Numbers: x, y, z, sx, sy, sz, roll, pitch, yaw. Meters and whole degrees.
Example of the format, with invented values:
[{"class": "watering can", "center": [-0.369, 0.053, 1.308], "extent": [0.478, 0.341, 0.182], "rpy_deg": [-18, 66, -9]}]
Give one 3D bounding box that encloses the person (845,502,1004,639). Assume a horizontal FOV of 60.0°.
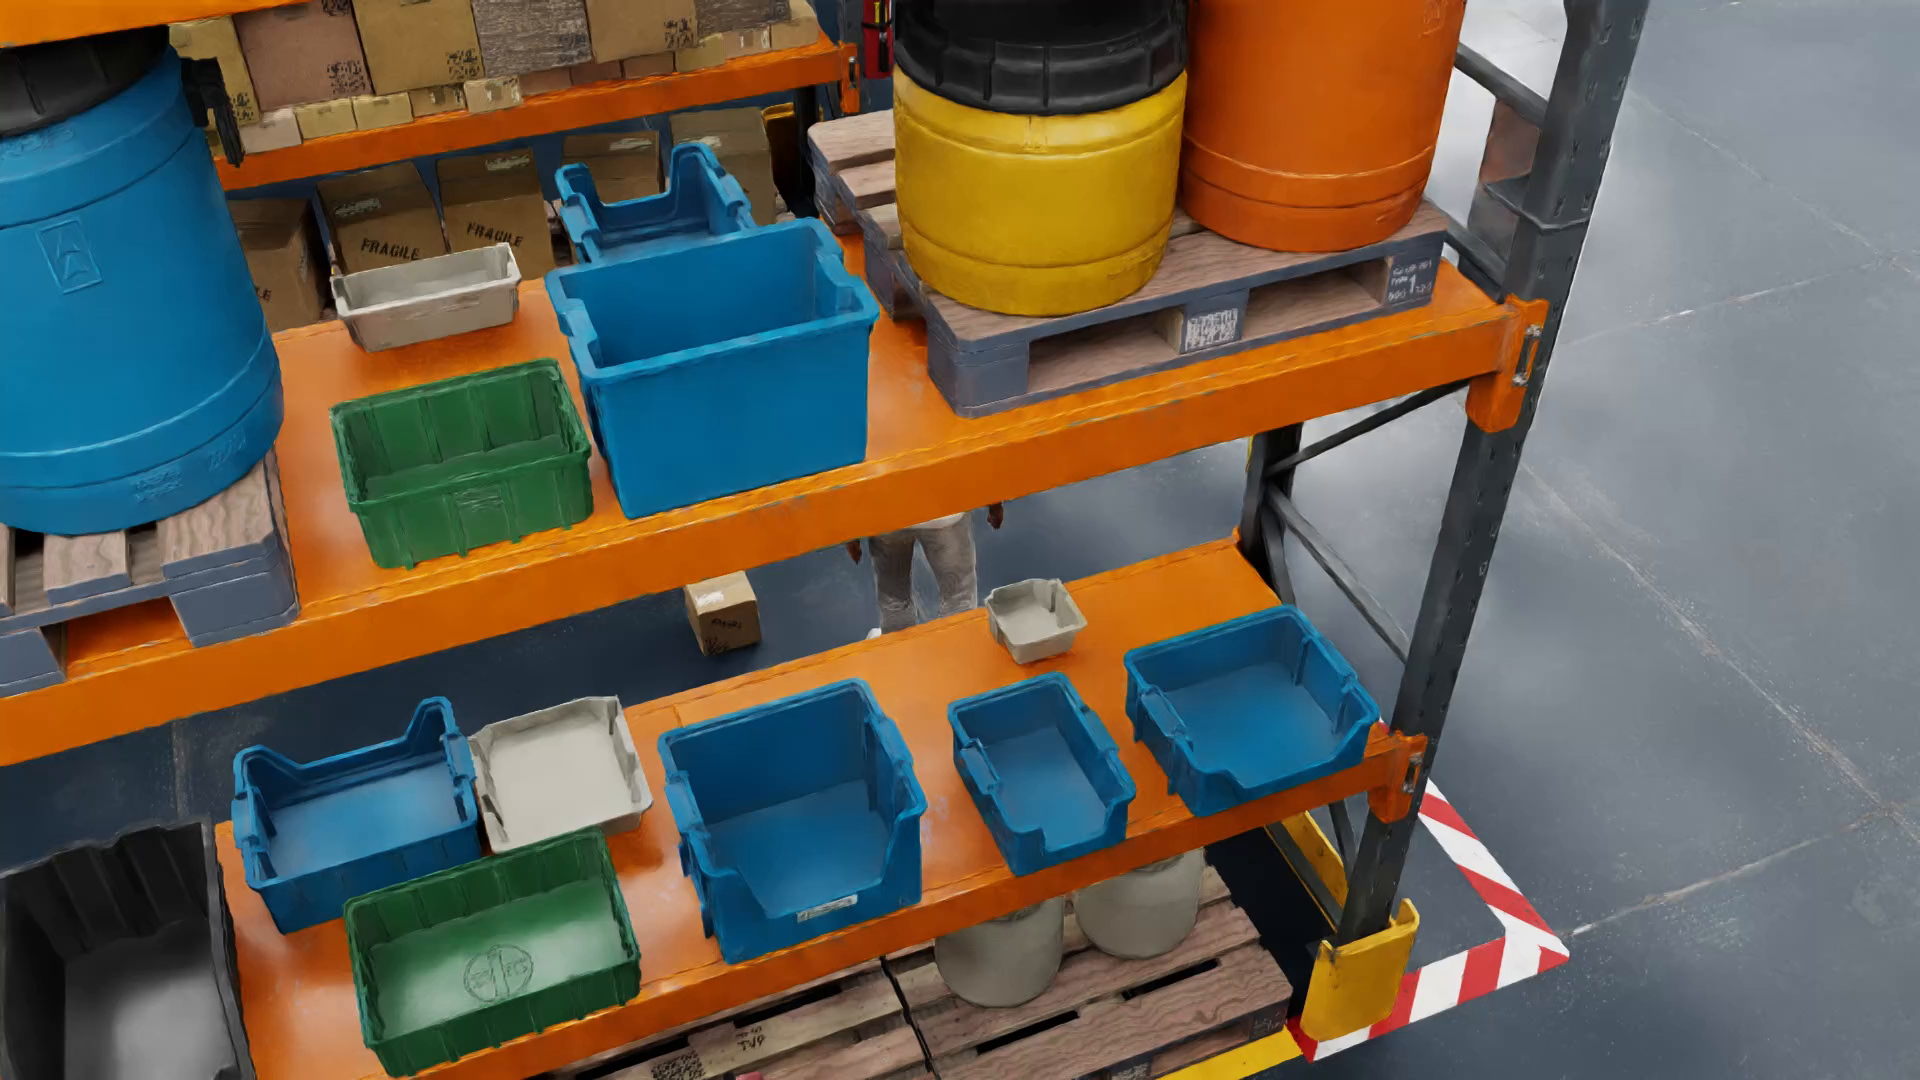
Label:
[{"class": "person", "center": [-0.083, -0.096, 6.253], "extent": [0.706, 1.772, 0.474], "rpy_deg": [0, 42, 0]}]
